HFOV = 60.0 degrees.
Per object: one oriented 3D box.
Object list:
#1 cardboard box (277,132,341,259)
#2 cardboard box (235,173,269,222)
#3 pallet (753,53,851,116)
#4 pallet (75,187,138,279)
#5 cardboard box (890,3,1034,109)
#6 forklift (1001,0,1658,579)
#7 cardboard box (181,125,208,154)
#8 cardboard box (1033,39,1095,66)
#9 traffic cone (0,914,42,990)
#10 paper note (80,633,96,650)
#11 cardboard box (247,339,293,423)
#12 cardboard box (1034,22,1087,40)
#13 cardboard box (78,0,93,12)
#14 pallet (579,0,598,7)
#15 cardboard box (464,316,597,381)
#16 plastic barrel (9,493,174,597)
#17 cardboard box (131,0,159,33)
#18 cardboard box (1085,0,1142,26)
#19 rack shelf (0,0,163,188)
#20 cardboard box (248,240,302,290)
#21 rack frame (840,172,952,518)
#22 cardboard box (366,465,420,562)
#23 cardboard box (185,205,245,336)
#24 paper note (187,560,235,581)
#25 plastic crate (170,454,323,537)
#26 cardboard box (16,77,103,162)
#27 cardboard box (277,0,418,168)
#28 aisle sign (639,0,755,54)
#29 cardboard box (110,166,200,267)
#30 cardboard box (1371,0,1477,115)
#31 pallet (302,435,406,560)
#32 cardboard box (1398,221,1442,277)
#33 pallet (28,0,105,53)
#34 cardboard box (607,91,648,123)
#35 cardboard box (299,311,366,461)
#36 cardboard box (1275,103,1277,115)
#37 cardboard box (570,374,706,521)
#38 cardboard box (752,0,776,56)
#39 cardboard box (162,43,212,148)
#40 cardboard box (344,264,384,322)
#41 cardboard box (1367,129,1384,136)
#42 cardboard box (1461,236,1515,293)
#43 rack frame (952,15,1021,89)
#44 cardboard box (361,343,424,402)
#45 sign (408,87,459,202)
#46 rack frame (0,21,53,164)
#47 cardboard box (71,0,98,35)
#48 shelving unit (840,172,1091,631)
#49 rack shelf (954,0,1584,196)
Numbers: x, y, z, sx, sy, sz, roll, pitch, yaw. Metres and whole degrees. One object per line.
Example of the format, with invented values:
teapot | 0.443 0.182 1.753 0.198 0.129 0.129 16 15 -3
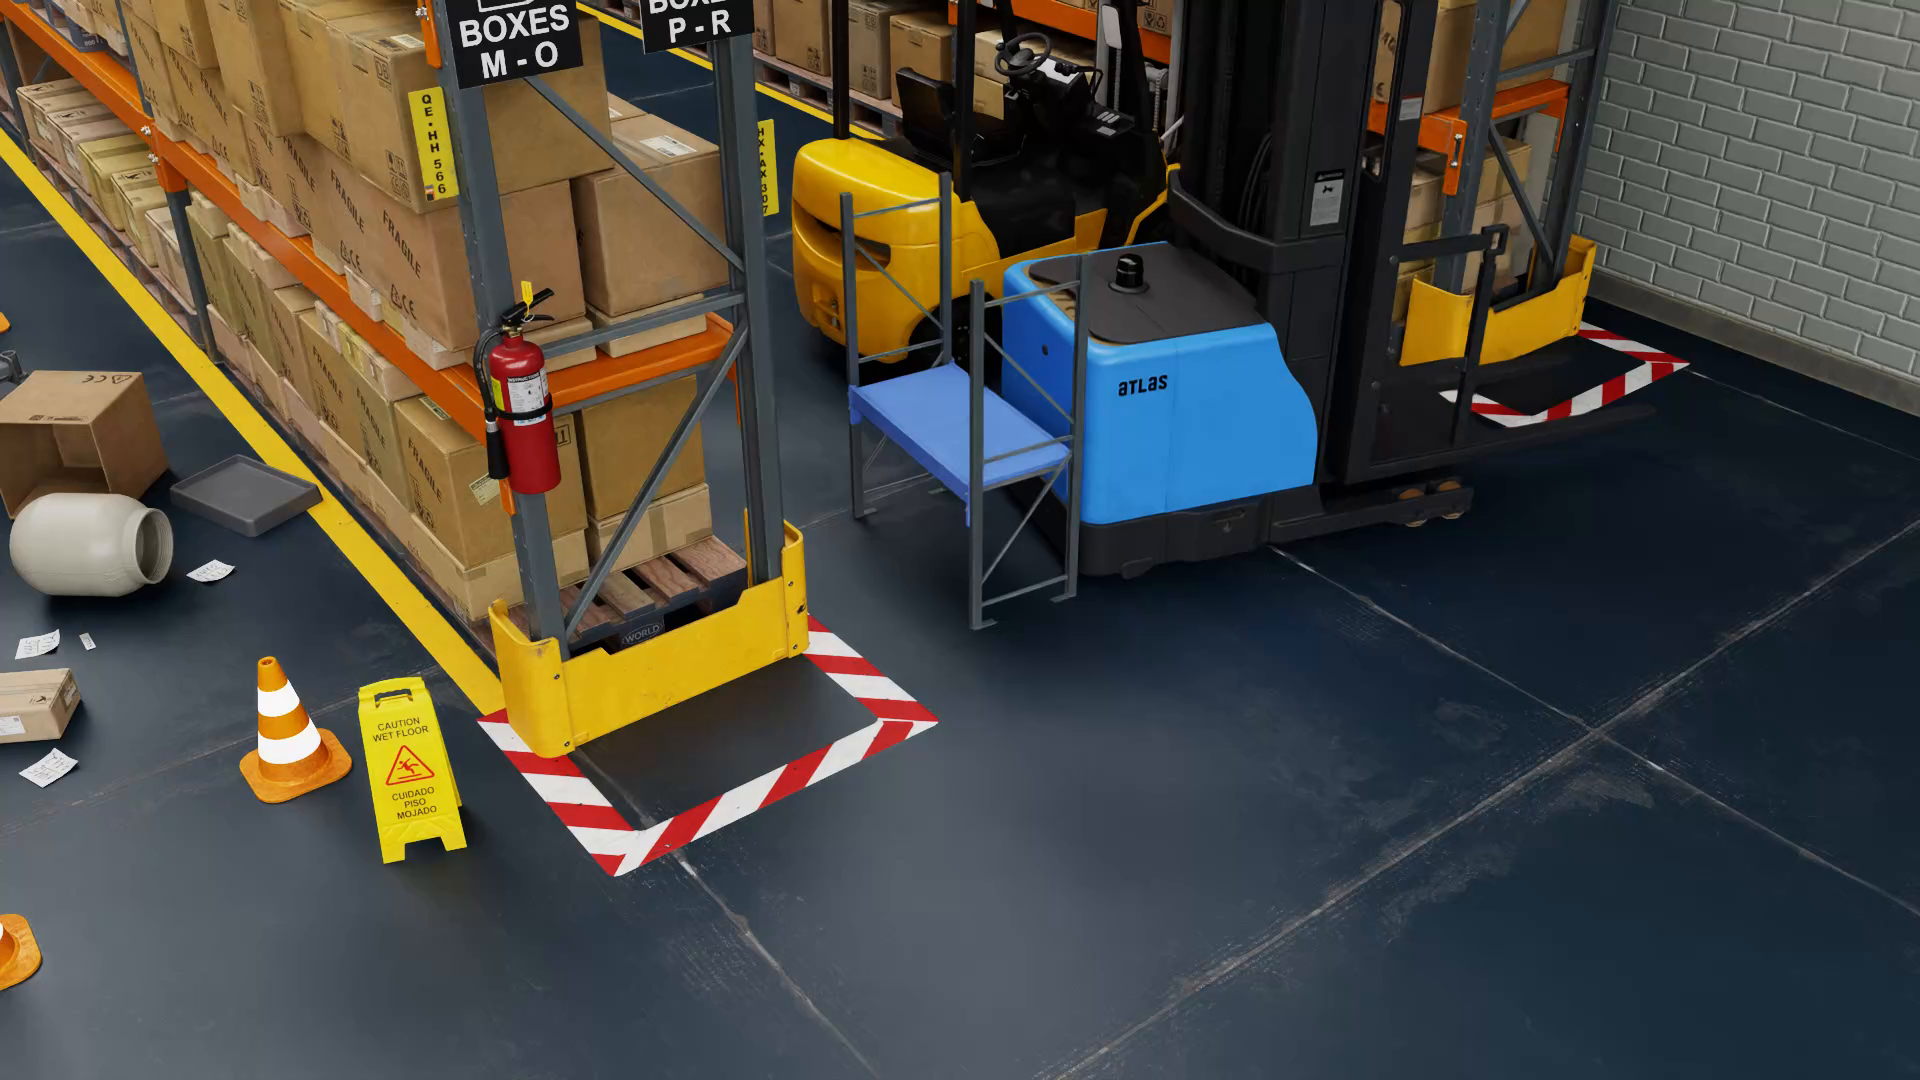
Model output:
cardboard box | -2.249 -1.429 6.331 0.500 0.500 0.500 -22 38 -32
cardboard box | -2.827 -1.492 7.048 0.380 0.149 0.250 -22 38 -31
pallet | -0.860 -3.597 12.841 1.003 0.211 1.213 -22 38 -31
pallet | -4.774 -2.019 10.300 1.003 0.211 1.213 -22 38 -31
cardboard box | 0.046 -3.361 11.672 0.875 0.625 0.625 -20 37 -29
forklift | 1.743 -1.553 6.972 3.031 2.935 1.130 -11 33 -17
cardboard box | -3.408 -1.940 7.769 0.380 0.149 0.250 -21 38 -30
cardboard box | 0.729 -2.893 10.326 0.500 0.250 0.500 -22 38 -31
traffic cone | -3.042 1.113 5.019 0.336 0.463 0.334 -22 38 -31
paper note | -3.460 0.402 6.594 0.032 0.001 0.123 -22 38 -31
cardboard box | -3.059 -0.829 7.949 0.500 0.250 0.500 -20 37 -29
cardboard box | 0.830 -3.270 10.933 0.500 0.250 0.500 -21 38 -30
cardboard box | -4.313 -3.042 8.530 0.500 0.500 0.500 -22 38 -31
pallet | -3.250 -5.292 15.570 1.003 0.211 1.213 -22 38 -31
cardboard box | -1.489 -0.683 5.745 0.380 0.149 0.250 -21 37 -30
plastic barrel | -3.553 0.020 6.817 0.512 0.421 0.421 1 32 2
cardboard box | -3.149 -2.491 7.093 0.700 0.500 0.500 -22 38 -31
cardboard box | 1.085 -3.329 9.672 0.500 0.500 0.500 -23 38 -32
rack shelf | -4.770 -2.898 9.755 1.077 0.370 4.000 -22 38 -31
cardboard box | -2.882 -1.245 7.294 0.380 0.149 0.250 -20 37 -29
rack frame | -0.258 -0.807 7.127 0.500 1.500 0.032 -17 36 -26
cardboard box | -2.110 -0.182 6.908 0.500 0.250 0.500 -22 38 -31
cardboard box | -3.395 -1.366 8.104 0.500 0.500 0.500 -20 37 -29
paper note | -3.159 0.129 7.014 0.148 0.019 0.142 18 36 27
plastic crate | -3.229 -0.211 7.513 0.583 0.080 0.402 18 36 27
cardboard box | -5.658 -2.861 11.106 0.950 0.372 0.625 -25 40 -34
cardboard box | -1.881 -1.653 5.743 0.700 0.500 0.500 -22 38 -31
aisle sign | -0.808 -1.882 4.973 0.394 0.787 0.004 -22 38 -31
cardboard box | -4.311 -1.949 9.637 0.950 0.372 0.625 -20 37 -29
cardboard box | 2.319 -2.473 8.295 0.500 0.500 0.500 -23 39 -32
pallet | -2.351 -0.409 7.708 1.003 0.211 1.213 -22 38 -31
cardboard box | 2.283 -1.635 8.774 0.500 0.250 0.500 -23 38 -32
pallet | -4.750 -3.144 9.651 1.003 0.211 1.213 -22 38 -31
cardboard box | -1.482 -1.374 6.243 0.500 0.500 0.500 -21 38 -30
cardboard box | -2.415 -0.711 7.049 0.500 0.500 0.500 -23 39 -32
cardboard box | 1.664 -2.255 9.298 0.500 0.250 0.500 -22 38 -31
cardboard box | -1.382 -0.468 6.657 0.500 0.500 0.500 -24 39 -33
cardboard box | -1.299 -4.280 13.152 0.875 0.625 0.625 -21 37 -30
cardboard box | -3.168 -2.064 7.354 0.500 0.500 0.500 -22 38 -32
cardboard box | -2.054 -0.964 6.198 0.380 0.149 0.250 -22 38 -31
cardboard box | 2.373 -2.215 9.233 0.500 0.250 0.500 -22 38 -31
cardboard box | 2.681 -1.589 9.174 0.500 0.250 0.500 -22 38 -31
rack frame | 0.375 -3.978 10.812 1.000 3.000 0.127 -22 38 -31
cardboard box | -2.066 -0.689 6.398 0.380 0.149 0.250 -21 38 -30
sign | -1.541 -1.158 4.875 0.100 0.325 0.005 -22 38 -31
rack frame | -5.996 -4.037 10.908 1.000 3.000 0.127 -22 38 -31
cardboard box | -4.411 -2.779 8.721 0.380 0.149 0.250 -23 39 -32
shelving unit | 0.000 -0.576 6.755 0.538 1.500 1.048 -17 36 -26
rack shelf | 1.602 -2.839 9.659 1.077 0.370 4.000 -22 38 -31
